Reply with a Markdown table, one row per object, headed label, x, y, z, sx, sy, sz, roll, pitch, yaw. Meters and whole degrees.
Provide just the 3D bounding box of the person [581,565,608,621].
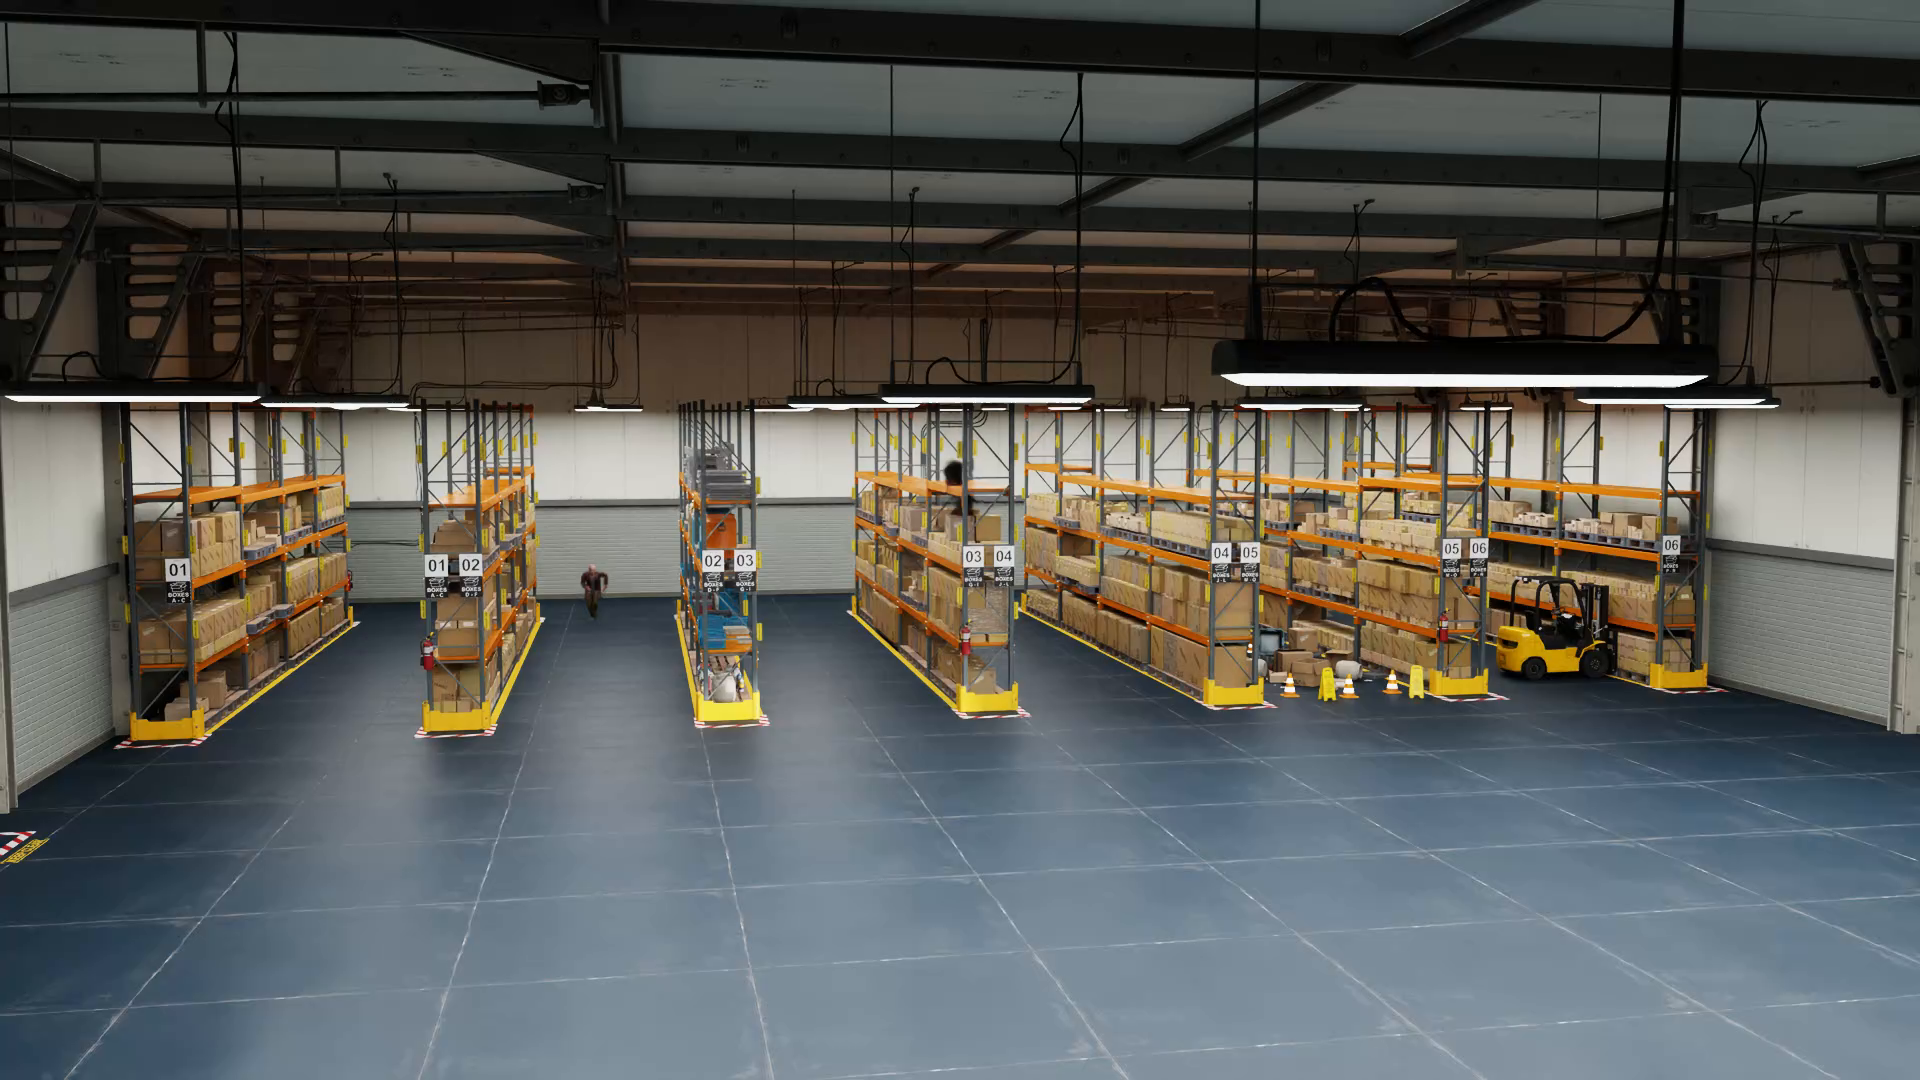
| label | x | y | z | sx | sy | sz | roll | pitch | yaw |
| --- | --- | --- | --- | --- | --- | --- | --- | --- | --- |
| person | -10.086 | 1.465 | 45.896 | 0.733 | 1.600 | 0.888 | -1 | 4 | -8 |
